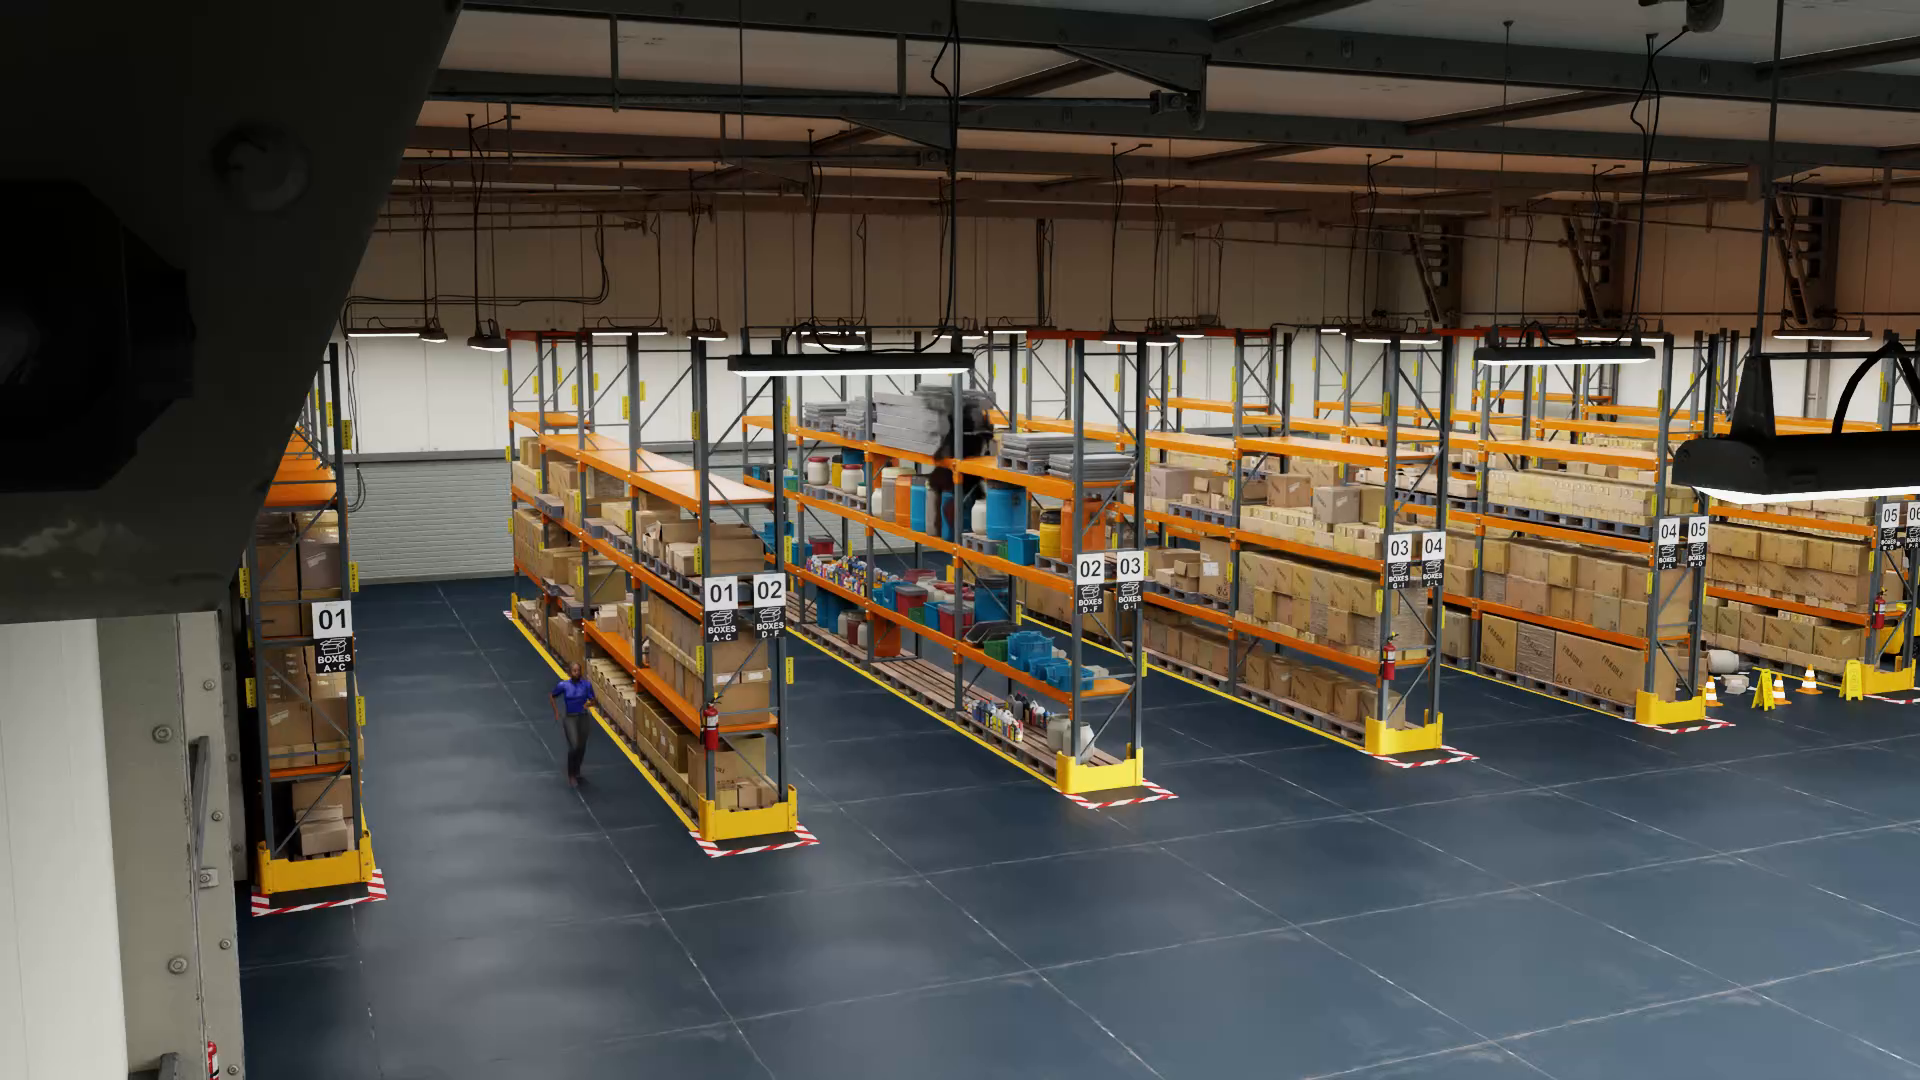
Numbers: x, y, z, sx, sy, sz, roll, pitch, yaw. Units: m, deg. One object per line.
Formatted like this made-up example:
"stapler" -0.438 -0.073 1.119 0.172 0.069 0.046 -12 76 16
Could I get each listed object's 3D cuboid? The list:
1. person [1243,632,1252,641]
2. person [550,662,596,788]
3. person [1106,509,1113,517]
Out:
"person" 5.522 1.241 31.493 0.557 1.625 0.564 -4 9 -29
"person" -5.175 2.484 22.402 0.543 1.701 0.725 -5 9 -32
"person" 3.434 0.108 39.343 0.745 1.767 0.960 0 8 -2
